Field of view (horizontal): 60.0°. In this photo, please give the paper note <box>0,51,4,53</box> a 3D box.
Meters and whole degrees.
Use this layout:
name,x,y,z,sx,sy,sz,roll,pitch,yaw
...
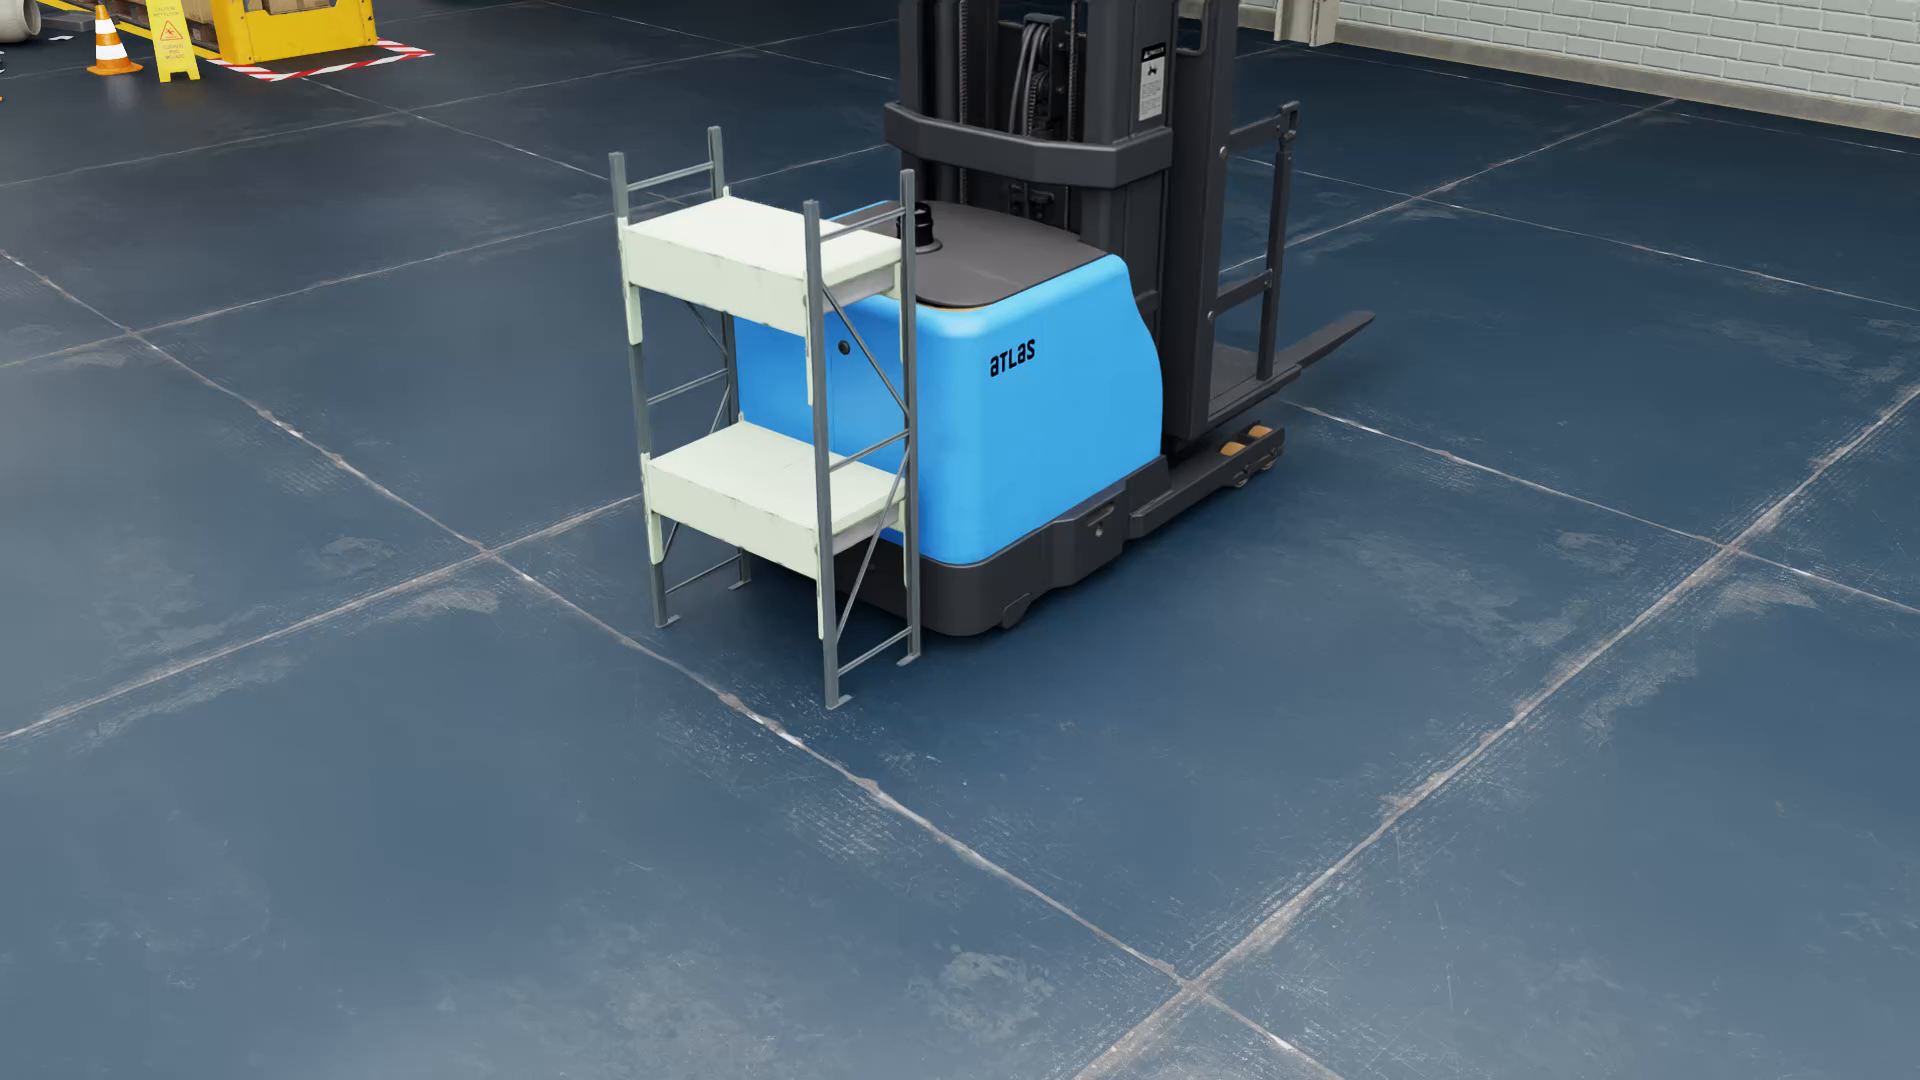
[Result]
name,x,y,z,sx,sy,sz,roll,pitch,yaw
paper note,-7.502,-3.812,12.989,0.123,0.001,0.032,25,36,38

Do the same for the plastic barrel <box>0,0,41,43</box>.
name,x,y,z,sx,sy,sz,roll,pitch,yaw
plastic barrel,-7.647,-4.169,13.224,0.512,0.421,0.421,-3,28,-5

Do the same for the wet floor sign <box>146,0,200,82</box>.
name,x,y,z,sx,sy,sz,roll,pitch,yaw
wet floor sign,-5.727,-3.679,12.053,0.267,0.644,0.232,-13,30,-22

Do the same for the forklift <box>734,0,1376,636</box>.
name,x,y,z,sx,sy,sz,roll,pitch,yaw
forklift,0.566,-1.621,5.684,1.130,2.935,3.031,21,34,34

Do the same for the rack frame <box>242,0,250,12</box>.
name,x,y,z,sx,sy,sz,roll,pitch,yaw
rack frame,-5.112,-5.138,12.298,0.127,3.000,1.000,25,36,38

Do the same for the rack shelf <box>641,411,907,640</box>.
name,x,y,z,sx,sy,sz,roll,pitch,yaw
rack shelf,-0.538,-0.061,4.955,0.720,0.370,0.431,21,34,34

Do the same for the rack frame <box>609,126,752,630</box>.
name,x,y,z,sx,sy,sz,roll,pitch,yaw
rack frame,-0.822,-0.457,5.008,0.023,1.500,0.400,21,34,34

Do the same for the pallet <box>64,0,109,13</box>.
name,x,y,z,sx,sy,sz,roll,pitch,yaw
pallet,-7.461,-5.001,15.035,1.213,0.211,1.003,25,36,38

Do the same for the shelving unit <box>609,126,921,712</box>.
name,x,y,z,sx,sy,sz,roll,pitch,yaw
shelving unit,-0.538,-0.350,4.803,0.755,1.500,0.431,21,34,34

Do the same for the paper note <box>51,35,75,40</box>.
name,x,y,z,sx,sy,sz,roll,pitch,yaw
paper note,-7.270,-4.071,13.459,0.148,0.019,0.142,12,30,22

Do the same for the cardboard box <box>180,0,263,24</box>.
name,x,y,z,sx,sy,sz,roll,pitch,yaw
cardboard box,-5.895,-4.289,13.187,0.500,0.250,0.500,24,36,38

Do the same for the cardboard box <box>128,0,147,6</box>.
name,x,y,z,sx,sy,sz,roll,pitch,yaw
cardboard box,-6.618,-4.622,13.820,0.500,0.250,0.500,23,35,37

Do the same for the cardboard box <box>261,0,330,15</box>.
name,x,y,z,sx,sy,sz,roll,pitch,yaw
cardboard box,-5.494,-4.462,13.516,0.500,0.250,0.500,24,36,38

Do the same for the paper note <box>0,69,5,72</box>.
name,x,y,z,sx,sy,sz,roll,pitch,yaw
paper note,-7.182,-3.472,12.319,0.142,0.019,0.148,12,30,22

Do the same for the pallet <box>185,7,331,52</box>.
name,x,y,z,sx,sy,sz,roll,pitch,yaw
pallet,-5.721,-4.205,13.521,1.213,0.211,1.003,25,36,38

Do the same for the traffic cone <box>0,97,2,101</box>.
name,x,y,z,sx,sy,sz,roll,pitch,yaw
traffic cone,-6.859,-3.248,11.430,0.334,0.463,0.336,25,36,38

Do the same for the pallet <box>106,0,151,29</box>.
name,x,y,z,sx,sy,sz,roll,pitch,yaw
pallet,-6.587,-4.603,14.278,1.213,0.211,1.003,25,36,38

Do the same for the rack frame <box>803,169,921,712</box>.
name,x,y,z,sx,sy,sz,roll,pitch,yaw
rack frame,-0.254,-0.242,4.599,0.023,1.500,0.400,21,34,34

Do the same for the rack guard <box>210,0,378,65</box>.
name,x,y,z,sx,sy,sz,roll,pitch,yaw
rack guard,-5.167,-4.056,12.927,0.348,0.500,1.175,25,36,38

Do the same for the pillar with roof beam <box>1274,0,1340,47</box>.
name,x,y,z,sx,sy,sz,roll,pitch,yaw
pillar with roof beam,-0.239,-6.582,8.598,0.400,9.000,9.100,25,36,38

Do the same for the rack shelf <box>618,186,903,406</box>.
name,x,y,z,sx,sy,sz,roll,pitch,yaw
rack shelf,-0.538,-0.695,4.622,0.720,0.370,0.431,21,34,34

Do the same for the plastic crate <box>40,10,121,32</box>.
name,x,y,z,sx,sy,sz,roll,pitch,yaw
plastic crate,-7.420,-4.366,13.968,0.583,0.080,0.402,12,30,22

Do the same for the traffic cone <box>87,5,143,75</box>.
name,x,y,z,sx,sy,sz,roll,pitch,yaw
traffic cone,-6.323,-3.727,12.341,0.334,0.463,0.336,25,36,38
